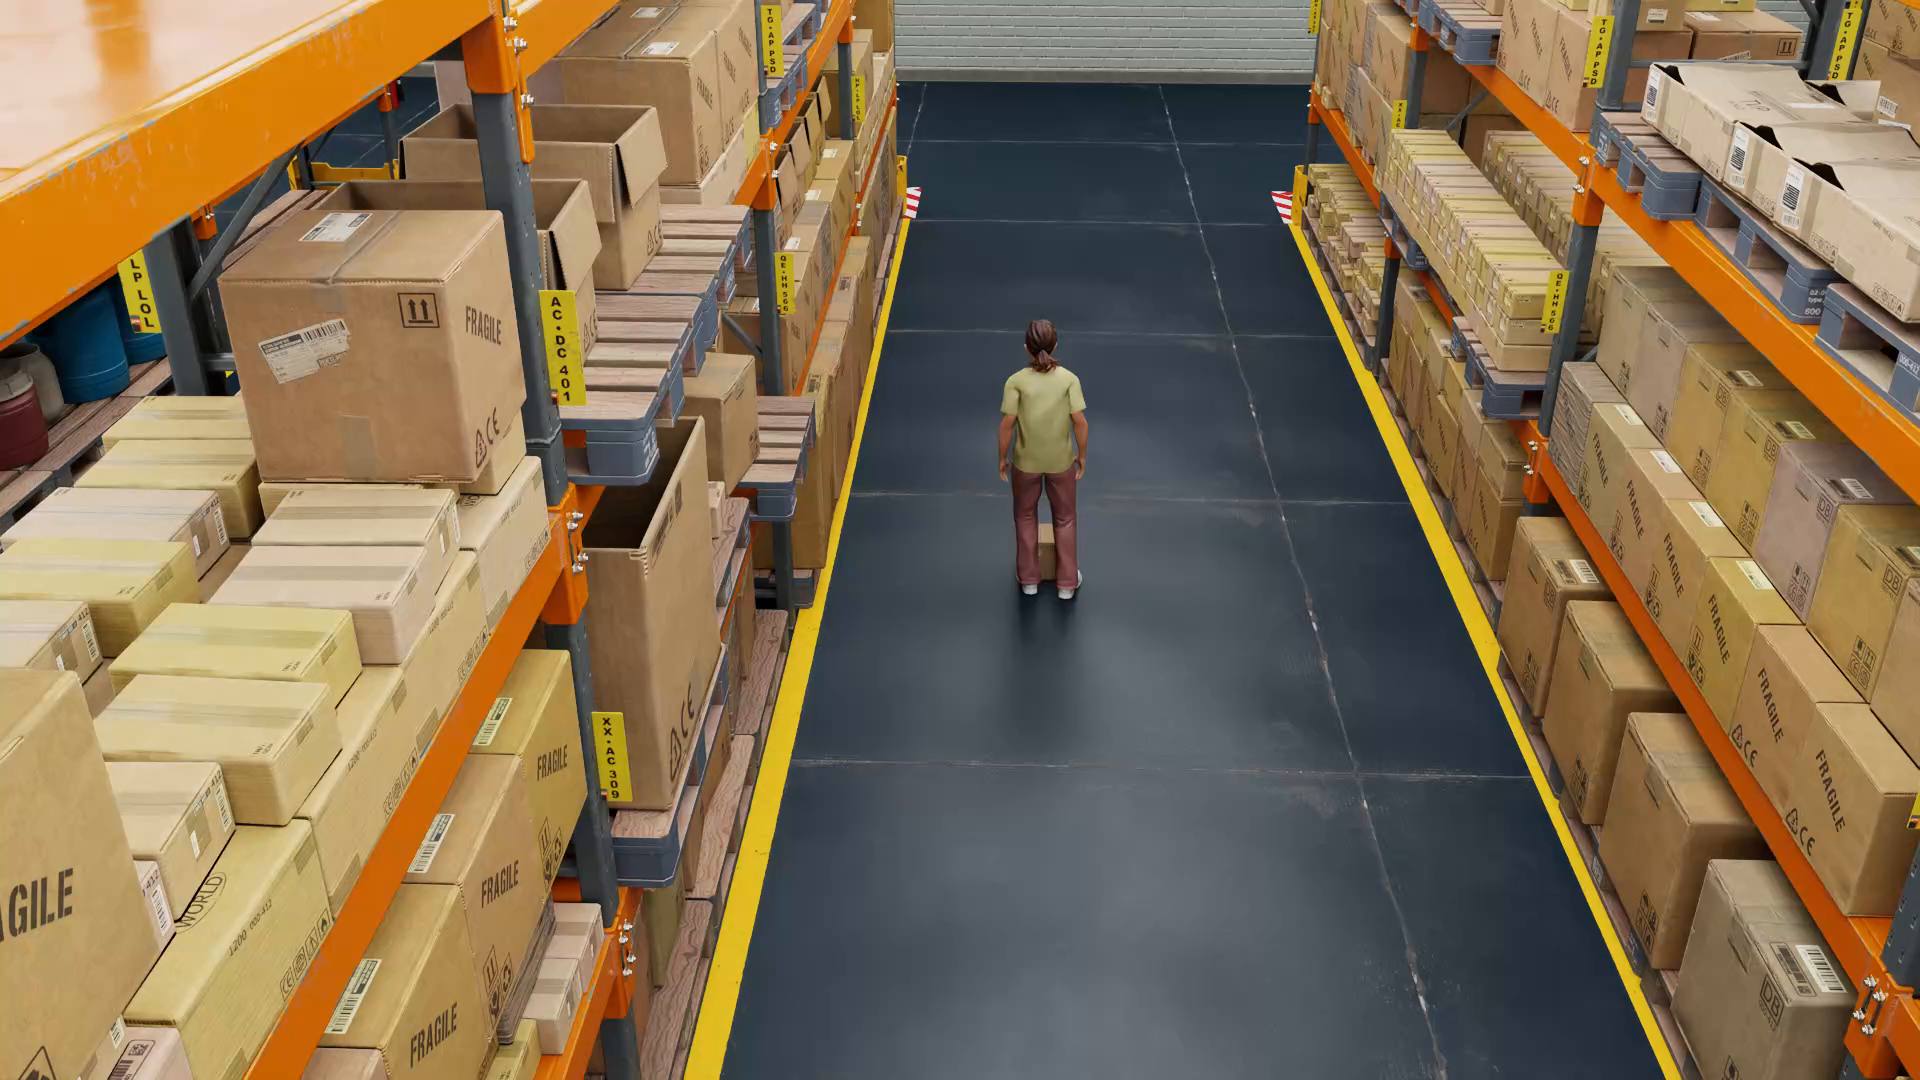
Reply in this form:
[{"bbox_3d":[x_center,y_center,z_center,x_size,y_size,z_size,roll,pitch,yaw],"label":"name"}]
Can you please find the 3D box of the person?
[{"bbox_3d":[0.471,-0.452,9.476,0.519,1.667,0.417,-1,28,-1],"label":"person"}]
